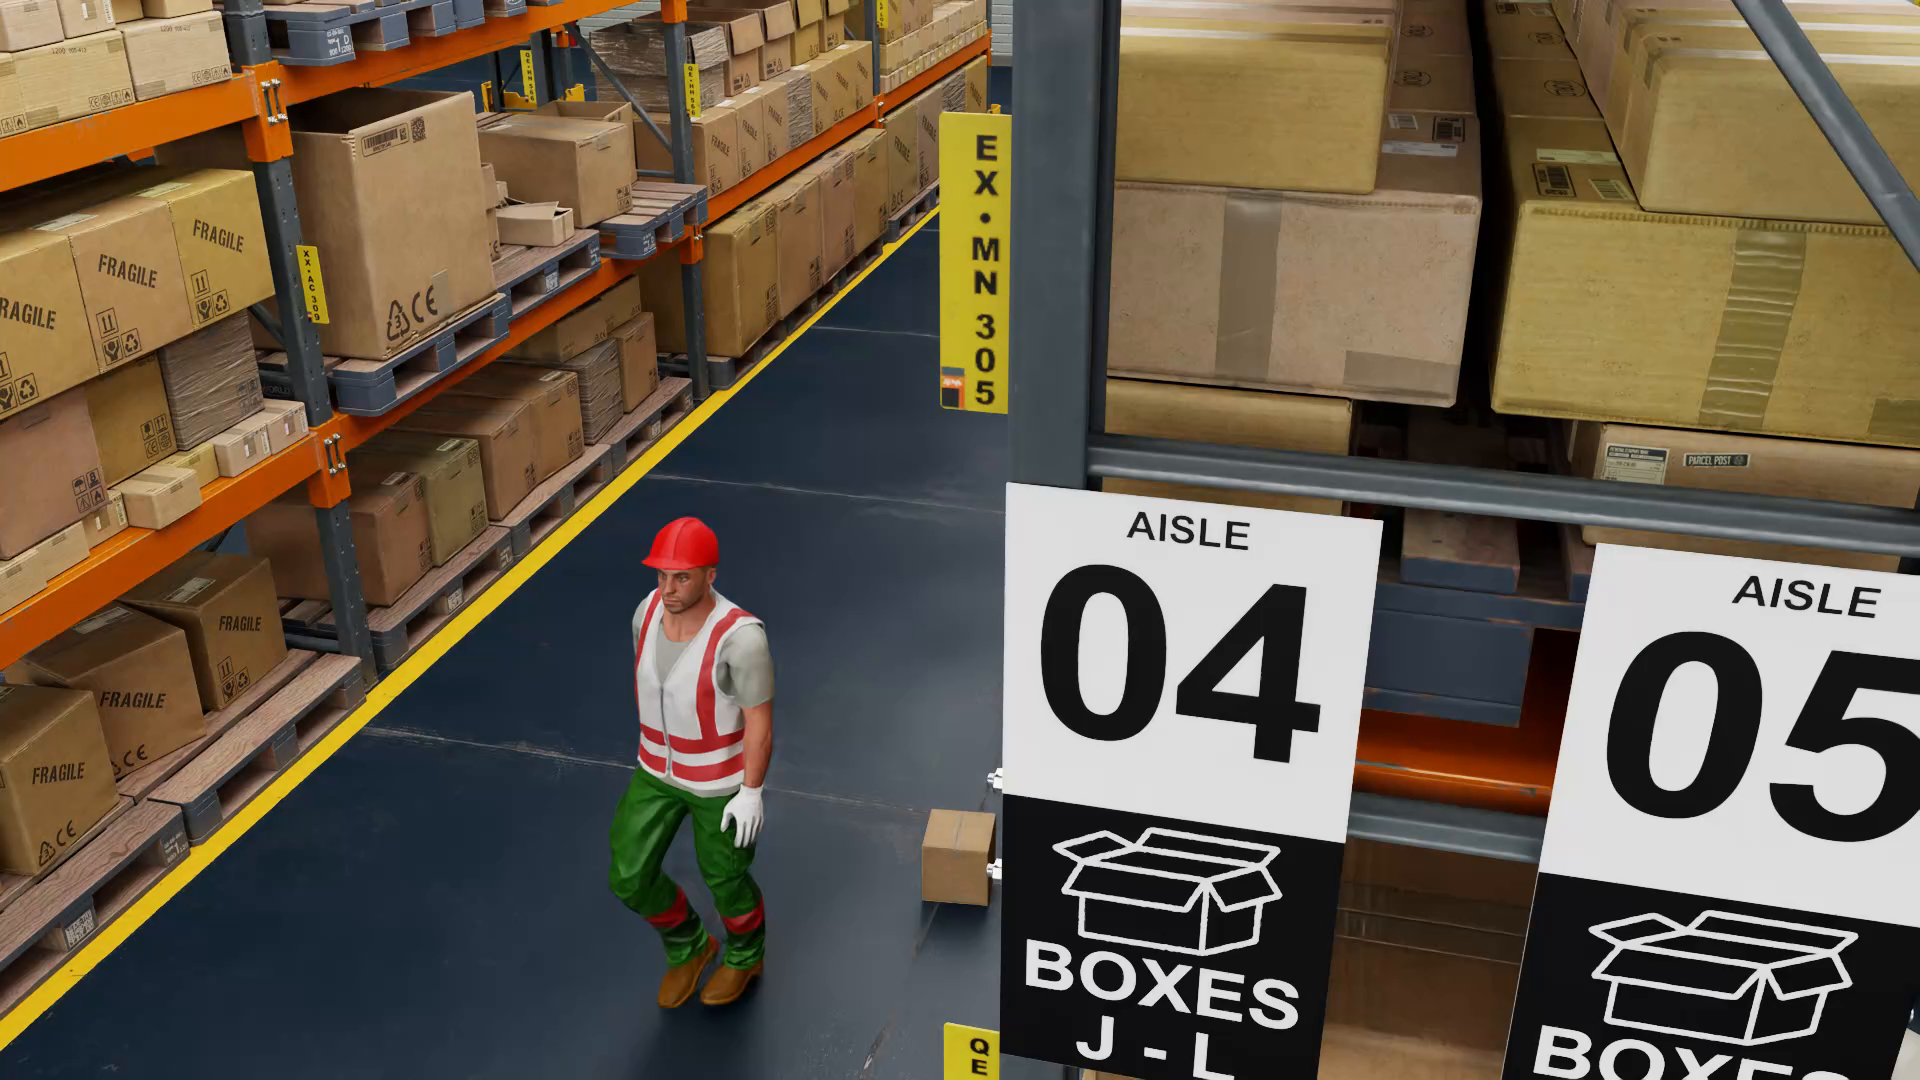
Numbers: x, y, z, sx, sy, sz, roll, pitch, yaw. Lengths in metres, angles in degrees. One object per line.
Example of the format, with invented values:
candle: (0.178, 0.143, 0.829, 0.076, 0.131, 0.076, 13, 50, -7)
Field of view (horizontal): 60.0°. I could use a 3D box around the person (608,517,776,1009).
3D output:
person: (-0.874, 0.788, 5.384, 0.586, 1.833, 0.478, 13, 28, 26)
